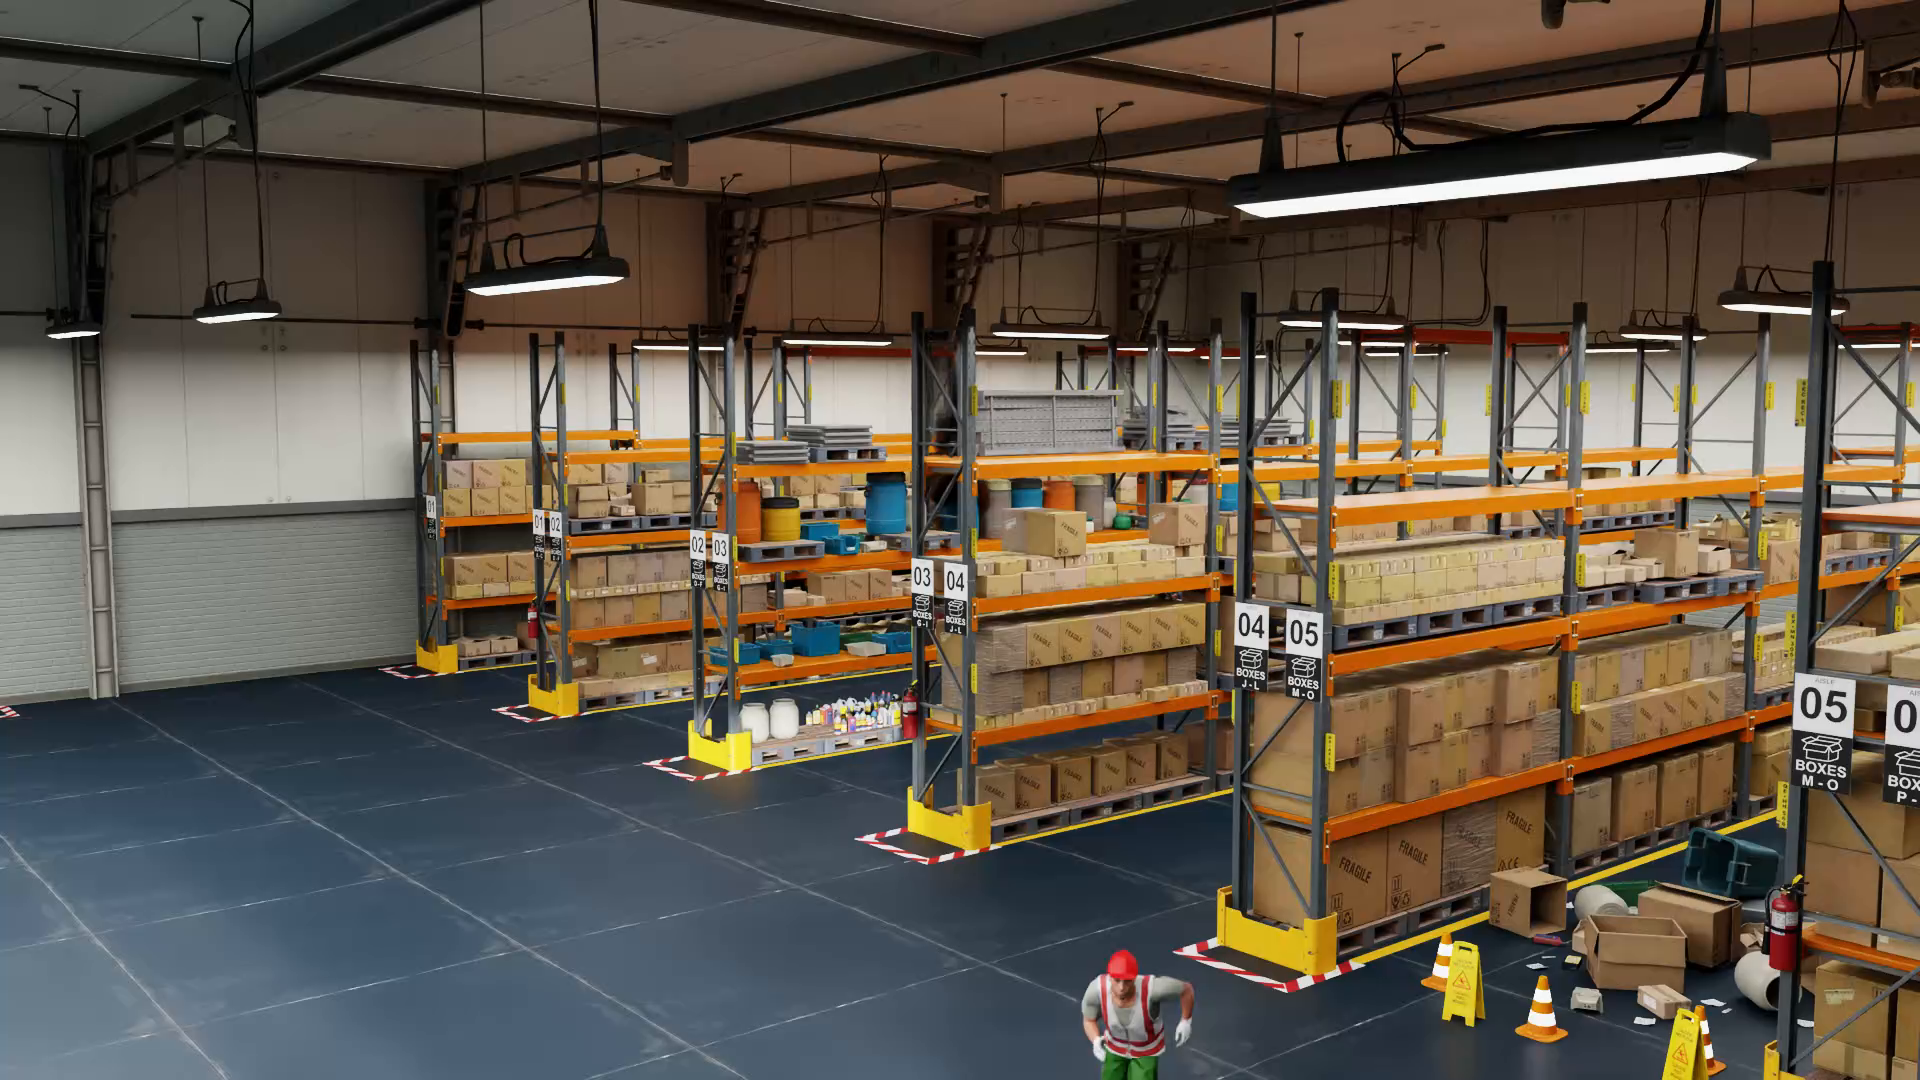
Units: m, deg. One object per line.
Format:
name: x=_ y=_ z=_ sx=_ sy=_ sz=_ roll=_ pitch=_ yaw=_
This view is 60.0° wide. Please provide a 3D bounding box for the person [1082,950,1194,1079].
person: x=1.148 y=3.371 z=10.787 sx=0.699 sy=1.595 sz=0.861 roll=2 pitch=6 yaw=18
